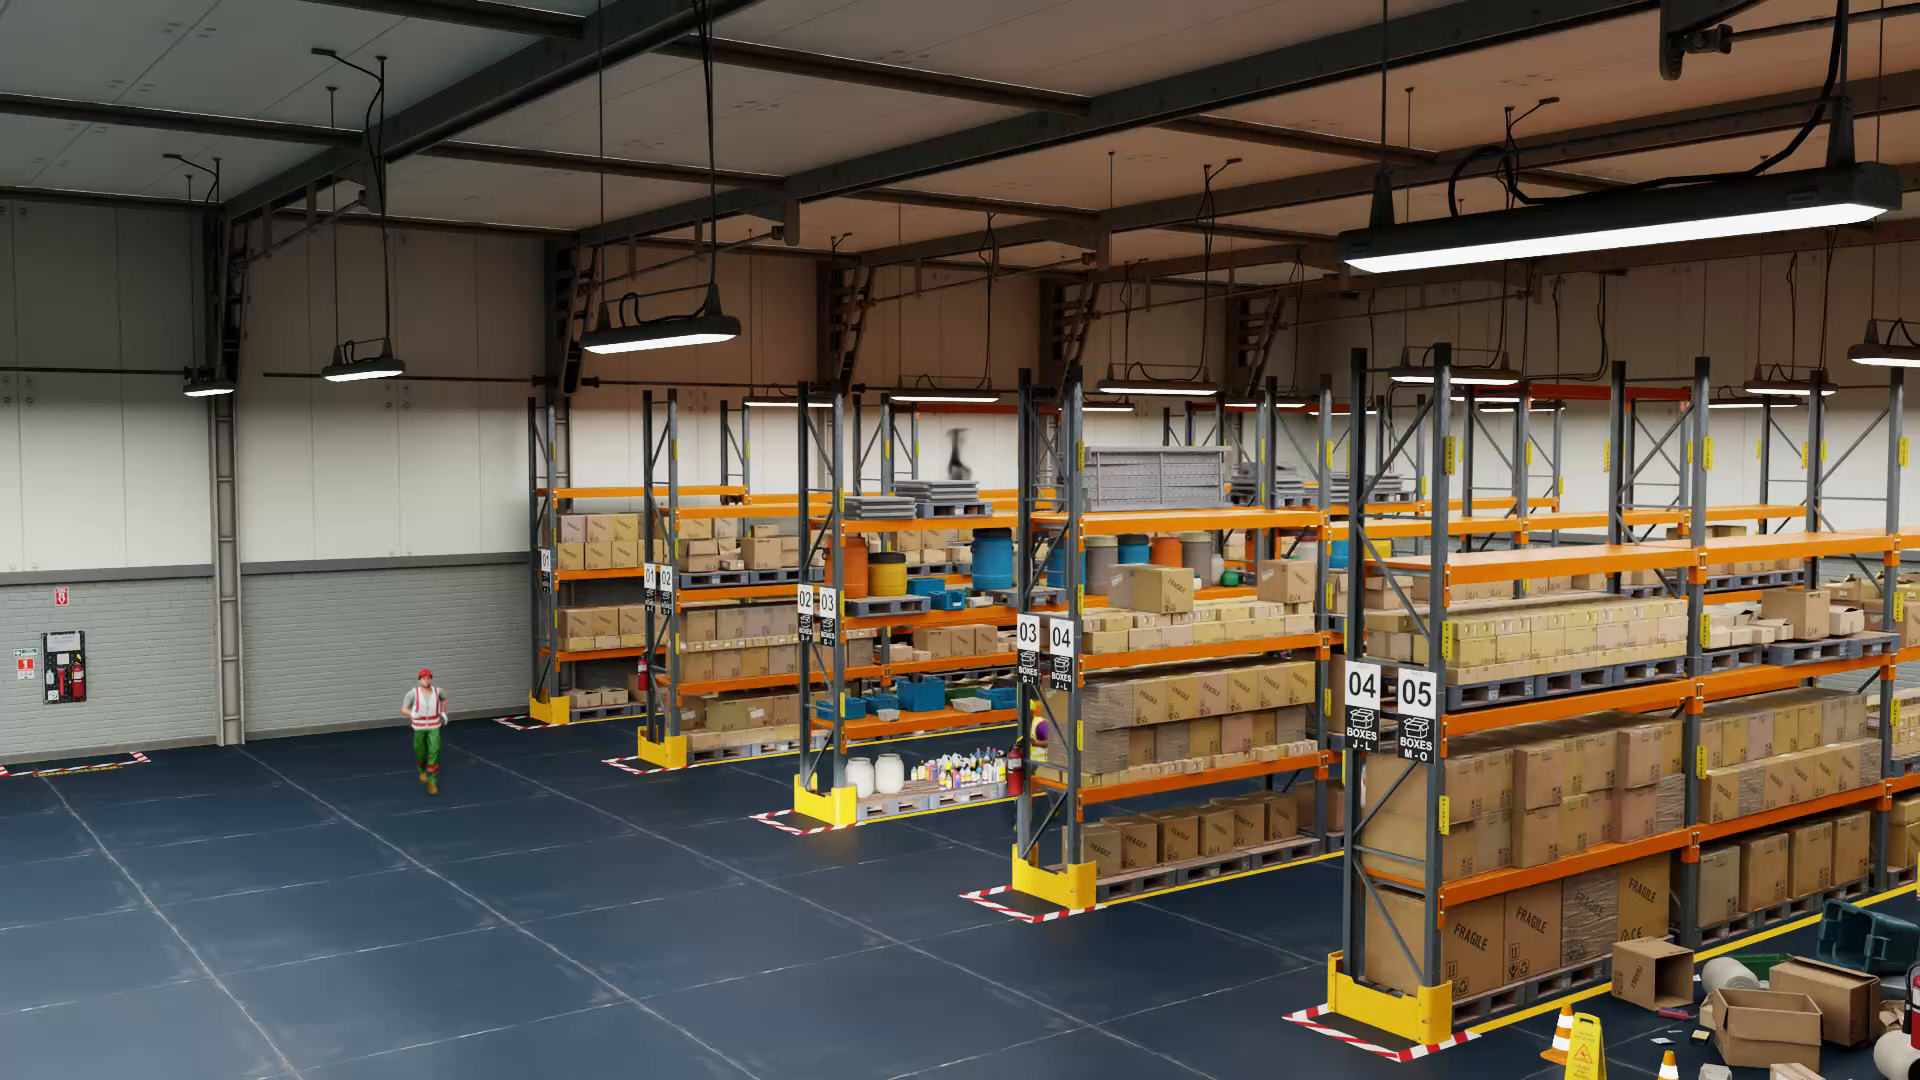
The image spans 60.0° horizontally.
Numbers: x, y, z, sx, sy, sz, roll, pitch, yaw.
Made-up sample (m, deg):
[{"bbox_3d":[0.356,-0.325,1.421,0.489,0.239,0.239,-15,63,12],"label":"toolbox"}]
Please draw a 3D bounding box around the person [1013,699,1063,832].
[{"bbox_3d":[1.070,2.989,22.324,0.692,1.776,0.970,3,4,37],"label":"person"}]

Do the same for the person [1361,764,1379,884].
[{"bbox_3d":[4.827,3.289,19.032,0.642,1.557,0.949,3,4,41],"label":"person"}]

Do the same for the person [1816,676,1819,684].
[{"bbox_3d":[15.799,2.473,31.229,0.921,1.782,0.790,1,4,17],"label":"person"}]

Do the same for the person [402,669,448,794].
[{"bbox_3d":[-7.898,2.792,24.568,0.649,1.788,0.992,-1,4,-21],"label":"person"}]
